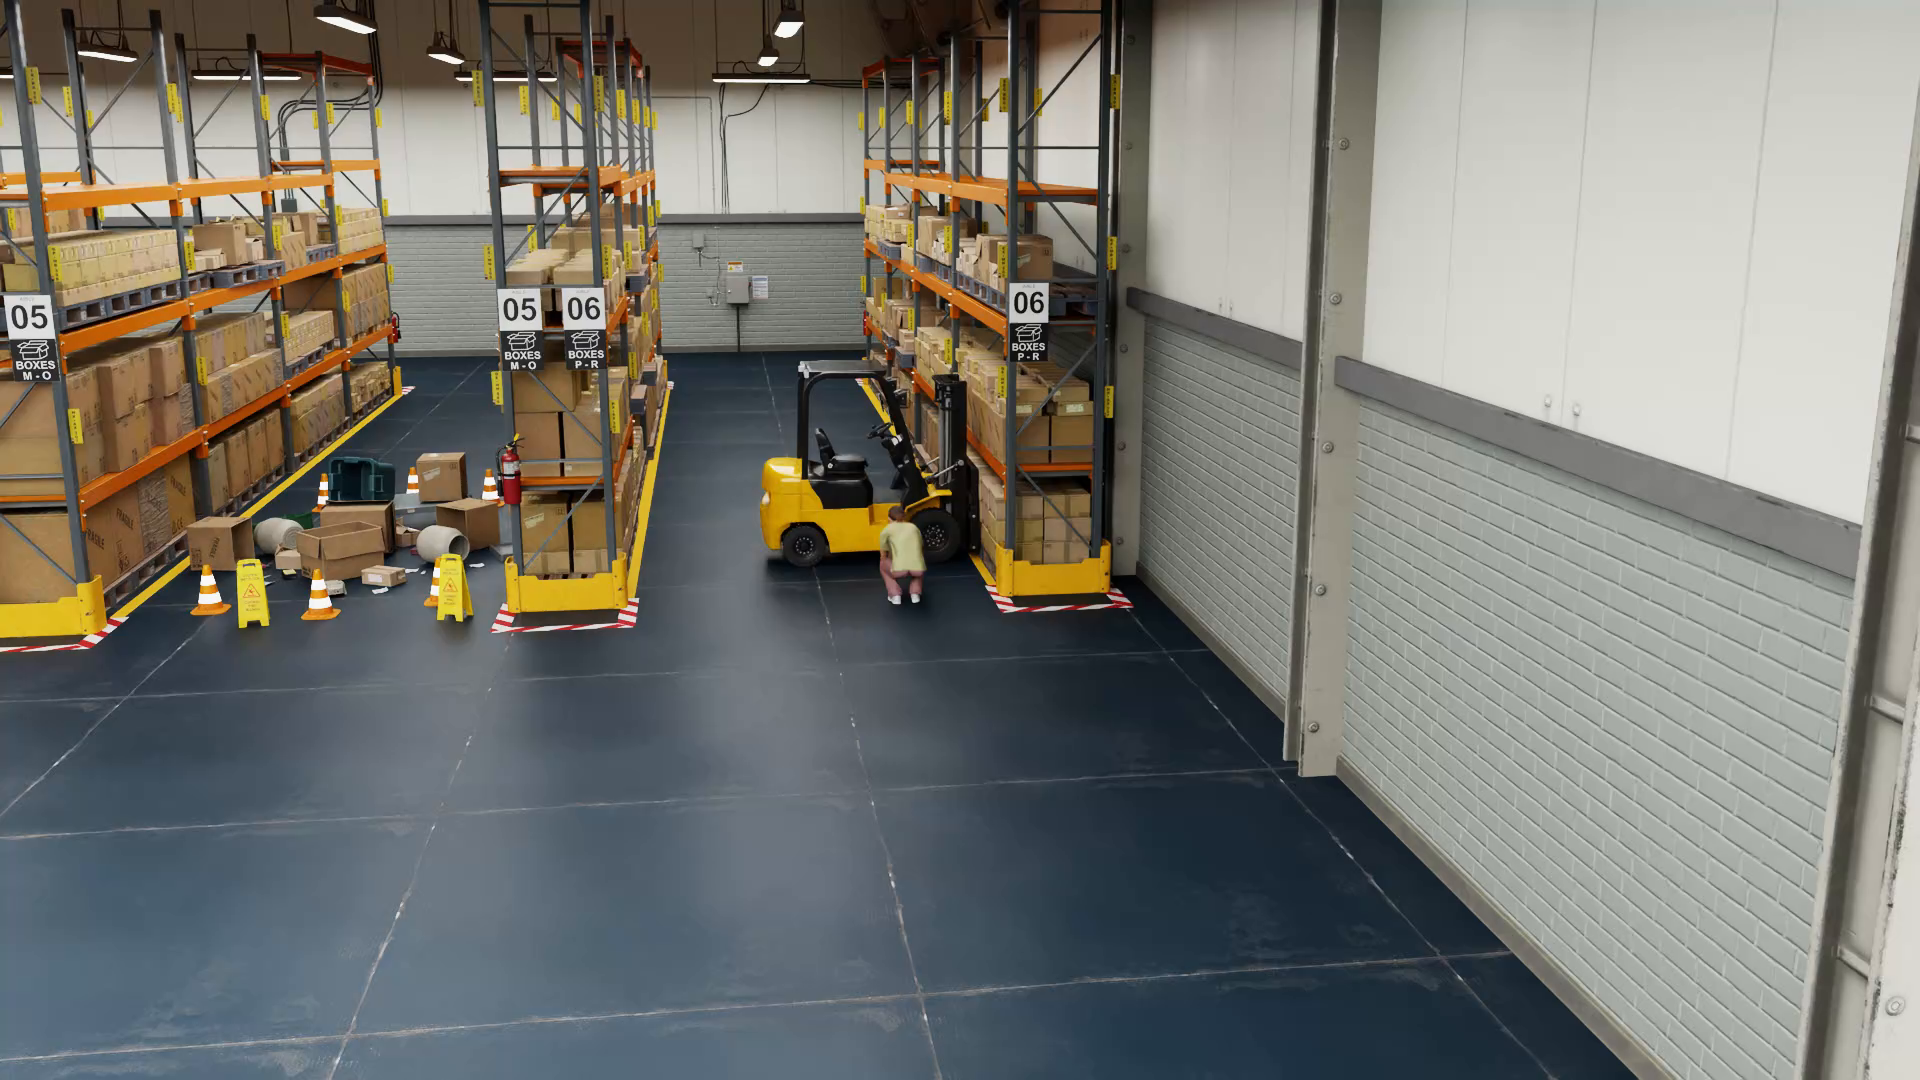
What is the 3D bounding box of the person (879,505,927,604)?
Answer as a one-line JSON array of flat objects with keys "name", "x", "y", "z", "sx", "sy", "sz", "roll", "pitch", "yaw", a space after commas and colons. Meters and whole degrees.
[{"name": "person", "x": -0.583, "y": 0.146, "z": 17.011, "sx": 0.475, "sy": 0.931, "sz": 0.798, "roll": -2, "pitch": 13, "yaw": -8}]
